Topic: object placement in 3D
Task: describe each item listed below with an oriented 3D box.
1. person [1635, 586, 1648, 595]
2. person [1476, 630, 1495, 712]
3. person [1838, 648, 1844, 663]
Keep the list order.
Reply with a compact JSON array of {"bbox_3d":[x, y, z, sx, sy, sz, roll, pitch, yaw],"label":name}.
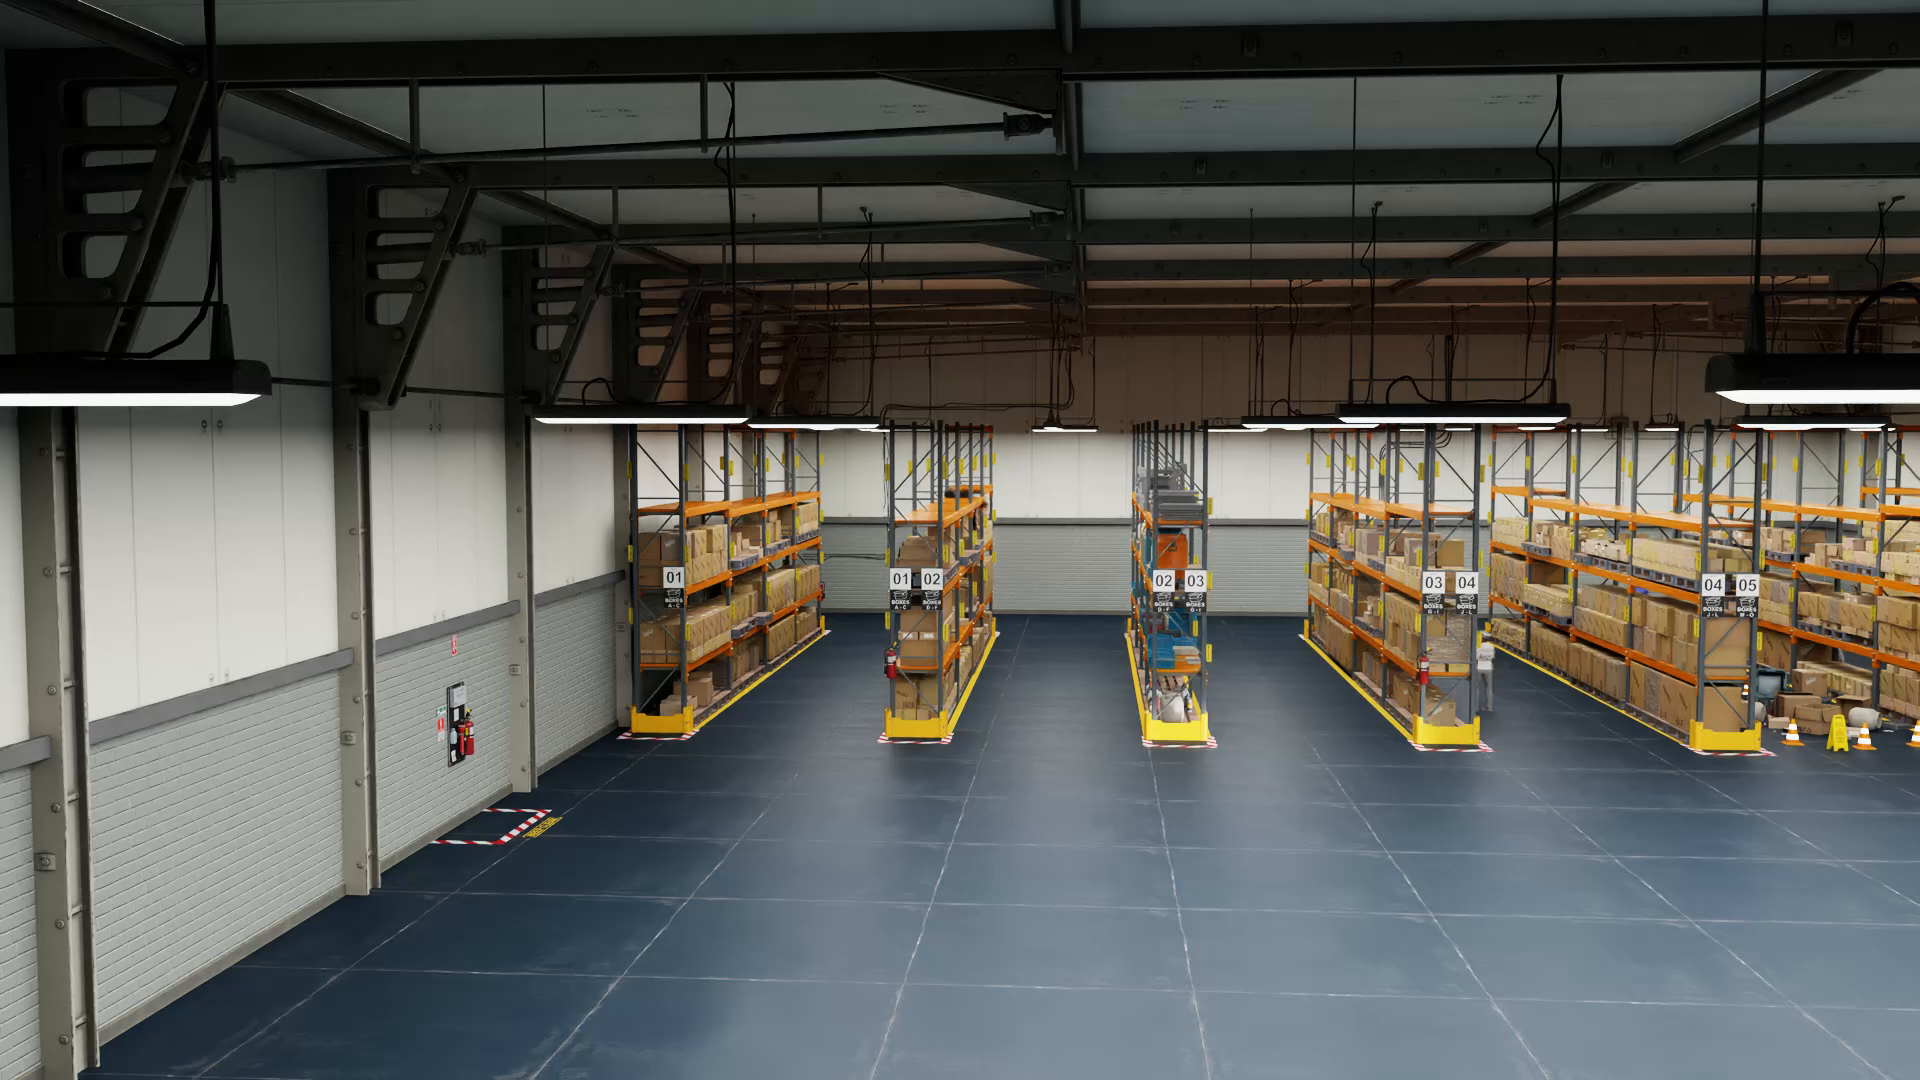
[{"bbox_3d":[19.328,1.903,47.300,0.482,1.675,0.505,1,4,16],"label":"person"},{"bbox_3d":[10.820,2.710,34.355,0.440,1.696,0.391,1,4,14],"label":"person"},{"bbox_3d":[21.199,2.351,40.213,0.494,1.662,0.534,-3,5,-40],"label":"person"}]
